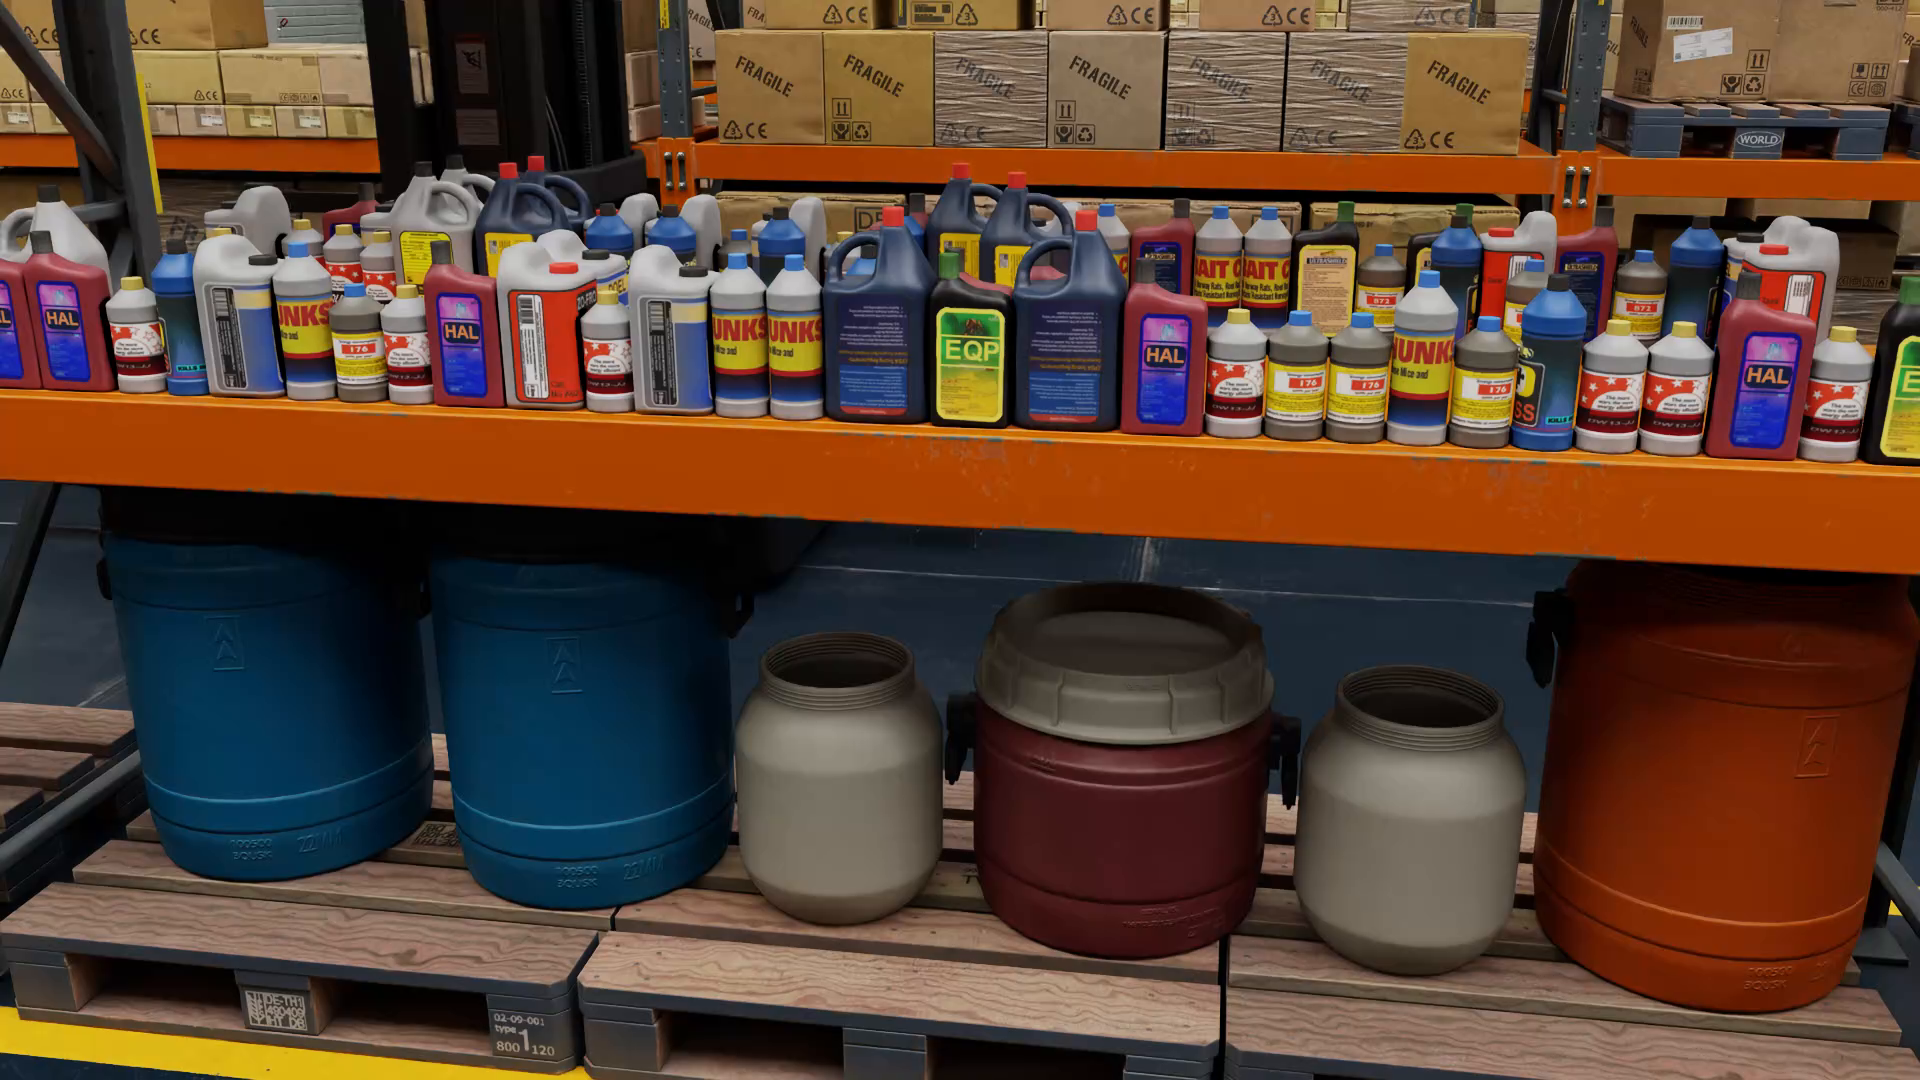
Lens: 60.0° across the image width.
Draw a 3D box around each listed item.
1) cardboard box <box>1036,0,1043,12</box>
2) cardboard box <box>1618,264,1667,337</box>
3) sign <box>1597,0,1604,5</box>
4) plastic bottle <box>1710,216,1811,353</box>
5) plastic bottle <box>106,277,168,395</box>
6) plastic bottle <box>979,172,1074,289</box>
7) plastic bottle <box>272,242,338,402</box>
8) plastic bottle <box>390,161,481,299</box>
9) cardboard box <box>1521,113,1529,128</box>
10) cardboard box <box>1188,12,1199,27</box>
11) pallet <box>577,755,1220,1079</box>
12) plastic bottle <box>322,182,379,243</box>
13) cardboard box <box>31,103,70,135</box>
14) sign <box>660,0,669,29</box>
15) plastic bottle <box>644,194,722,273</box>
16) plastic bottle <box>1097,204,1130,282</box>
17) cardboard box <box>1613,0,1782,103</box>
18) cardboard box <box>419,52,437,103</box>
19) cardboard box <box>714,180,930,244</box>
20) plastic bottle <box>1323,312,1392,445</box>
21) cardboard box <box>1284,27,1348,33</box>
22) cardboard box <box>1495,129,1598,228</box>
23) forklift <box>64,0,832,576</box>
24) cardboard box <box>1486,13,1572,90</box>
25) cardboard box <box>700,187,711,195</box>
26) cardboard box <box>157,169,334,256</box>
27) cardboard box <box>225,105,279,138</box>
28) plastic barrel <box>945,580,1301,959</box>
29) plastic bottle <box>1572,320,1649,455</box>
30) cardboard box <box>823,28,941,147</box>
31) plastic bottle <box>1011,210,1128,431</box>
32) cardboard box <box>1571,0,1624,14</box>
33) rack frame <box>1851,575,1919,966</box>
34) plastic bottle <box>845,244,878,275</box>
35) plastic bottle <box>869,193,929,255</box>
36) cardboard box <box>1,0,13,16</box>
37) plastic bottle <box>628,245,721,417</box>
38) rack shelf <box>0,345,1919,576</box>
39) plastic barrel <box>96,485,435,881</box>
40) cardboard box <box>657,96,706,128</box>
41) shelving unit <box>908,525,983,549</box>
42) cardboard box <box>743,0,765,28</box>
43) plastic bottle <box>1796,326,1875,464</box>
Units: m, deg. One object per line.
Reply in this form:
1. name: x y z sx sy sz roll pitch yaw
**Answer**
1. cardboard box: 0.495 -3.898 12.021 0.250 0.149 0.380 3 19 9
2. cardboard box: 3.378 -0.971 7.724 0.500 0.500 0.700 2 19 6
3. sign: 2.628 -2.350 6.775 0.005 0.325 0.100 3 19 9
4. plastic bottle: 1.551 -0.488 3.229 0.135 0.276 0.152 3 19 9
5. plastic bottle: -1.479 -0.372 3.000 0.097 0.201 0.097 0 18 0
6. plastic bottle: 0.134 -0.548 3.291 0.185 0.351 0.144 3 19 9
7. plastic bottle: -1.154 -0.388 2.939 0.097 0.271 0.097 0 18 0
8. plastic bottle: -1.085 -0.613 3.484 0.185 0.351 0.144 3 19 9
9. cardboard box: 6.993 -5.608 21.418 0.625 0.625 0.875 2 19 6
10. cardboard box: 1.766 -3.692 11.874 0.250 0.149 0.380 3 19 10
11. pallet: -0.059 0.810 3.549 1.213 0.211 1.003 3 19 9
12. plastic bottle: -1.346 -0.654 3.713 0.133 0.283 0.061 3 19 9
13. cardboard box: 0.624 -0.460 2.794 11.691 0.500 10.414 2 19 7
14. sign: -1.323 -2.451 7.411 0.005 0.325 0.100 3 19 9
15. plastic bottle: -0.590 -0.597 3.555 0.135 0.276 0.152 3 19 9
16. plastic bottle: 0.301 -0.558 3.447 0.097 0.271 0.097 0 18 0
17. cardboard box: 3.253 -2.207 7.353 0.500 0.500 0.500 1 19 2
18. cardboard box: -2.225 -2.212 7.954 0.500 0.250 0.500 3 19 10
19. cardboard box: -0.601 -1.342 8.274 0.875 0.875 1.225 3 19 9
20. plastic bottle: 0.641 -0.264 2.677 0.097 0.201 0.097 0 18 0
21. cardboard box: 1.767 -2.158 7.867 0.500 0.500 0.500 2 19 7
22. cardboard box: 4.187 -2.597 12.223 0.750 0.750 1.050 3 19 8
23. forklift: -2.000 -1.442 5.994 3.031 2.935 1.130 3 19 10
24. cardboard box: 4.000 -3.464 11.772 0.500 0.500 0.500 3 19 9
25. cardboard box: -1.996 -2.717 13.060 0.250 0.149 0.380 2 19 6
26. cardboard box: -3.643 -1.516 8.795 0.875 0.875 0.875 3 19 9
27. cardboard box: -3.369 -2.060 8.130 0.250 0.149 0.380 2 19 7
28. plastic barrel: 0.327 0.445 3.385 0.708 0.588 0.600 3 19 9
29. plastic bottle: 1.025 -0.244 2.618 0.097 0.201 0.097 0 18 0
30. cardboard box: -0.325 -2.097 7.687 0.500 0.500 0.500 3 19 9
31. plastic bottle: 0.181 -0.365 2.746 0.185 0.351 0.144 3 19 9
32. cardboard box: 4.541 -3.995 11.782 0.500 0.500 0.700 3 19 8
33. rack frame: 1.927 -0.424 2.842 0.127 3.000 1.000 3 19 9
34. plastic bottle: -0.157 -0.384 2.926 0.097 0.271 0.097 0 18 0
35. plastic bottle: -0.125 -0.591 3.527 0.133 0.283 0.061 3 19 9
36. cardboard box: -4.663 -2.861 8.713 0.500 0.500 0.500 3 19 9
37. plastic bottle: -0.482 -0.365 2.862 0.135 0.276 0.152 3 19 9
38. rack shelf: -0.047 -0.183 3.257 4.000 0.370 1.077 3 19 9
39. plastic barrel: -1.487 0.204 3.612 0.708 0.901 0.600 3 19 9
40. cardboard box: -1.476 -2.177 8.477 0.250 0.149 0.380 3 19 9
41. shelving unit: -0.053 -0.501 6.145 0.252 1.050 0.215 3 19 9
42. cardboard box: -1.385 -3.876 12.534 0.500 0.500 0.500 2 19 7
43. plastic bottle: 1.349 -0.228 2.569 0.097 0.201 0.097 0 18 0
